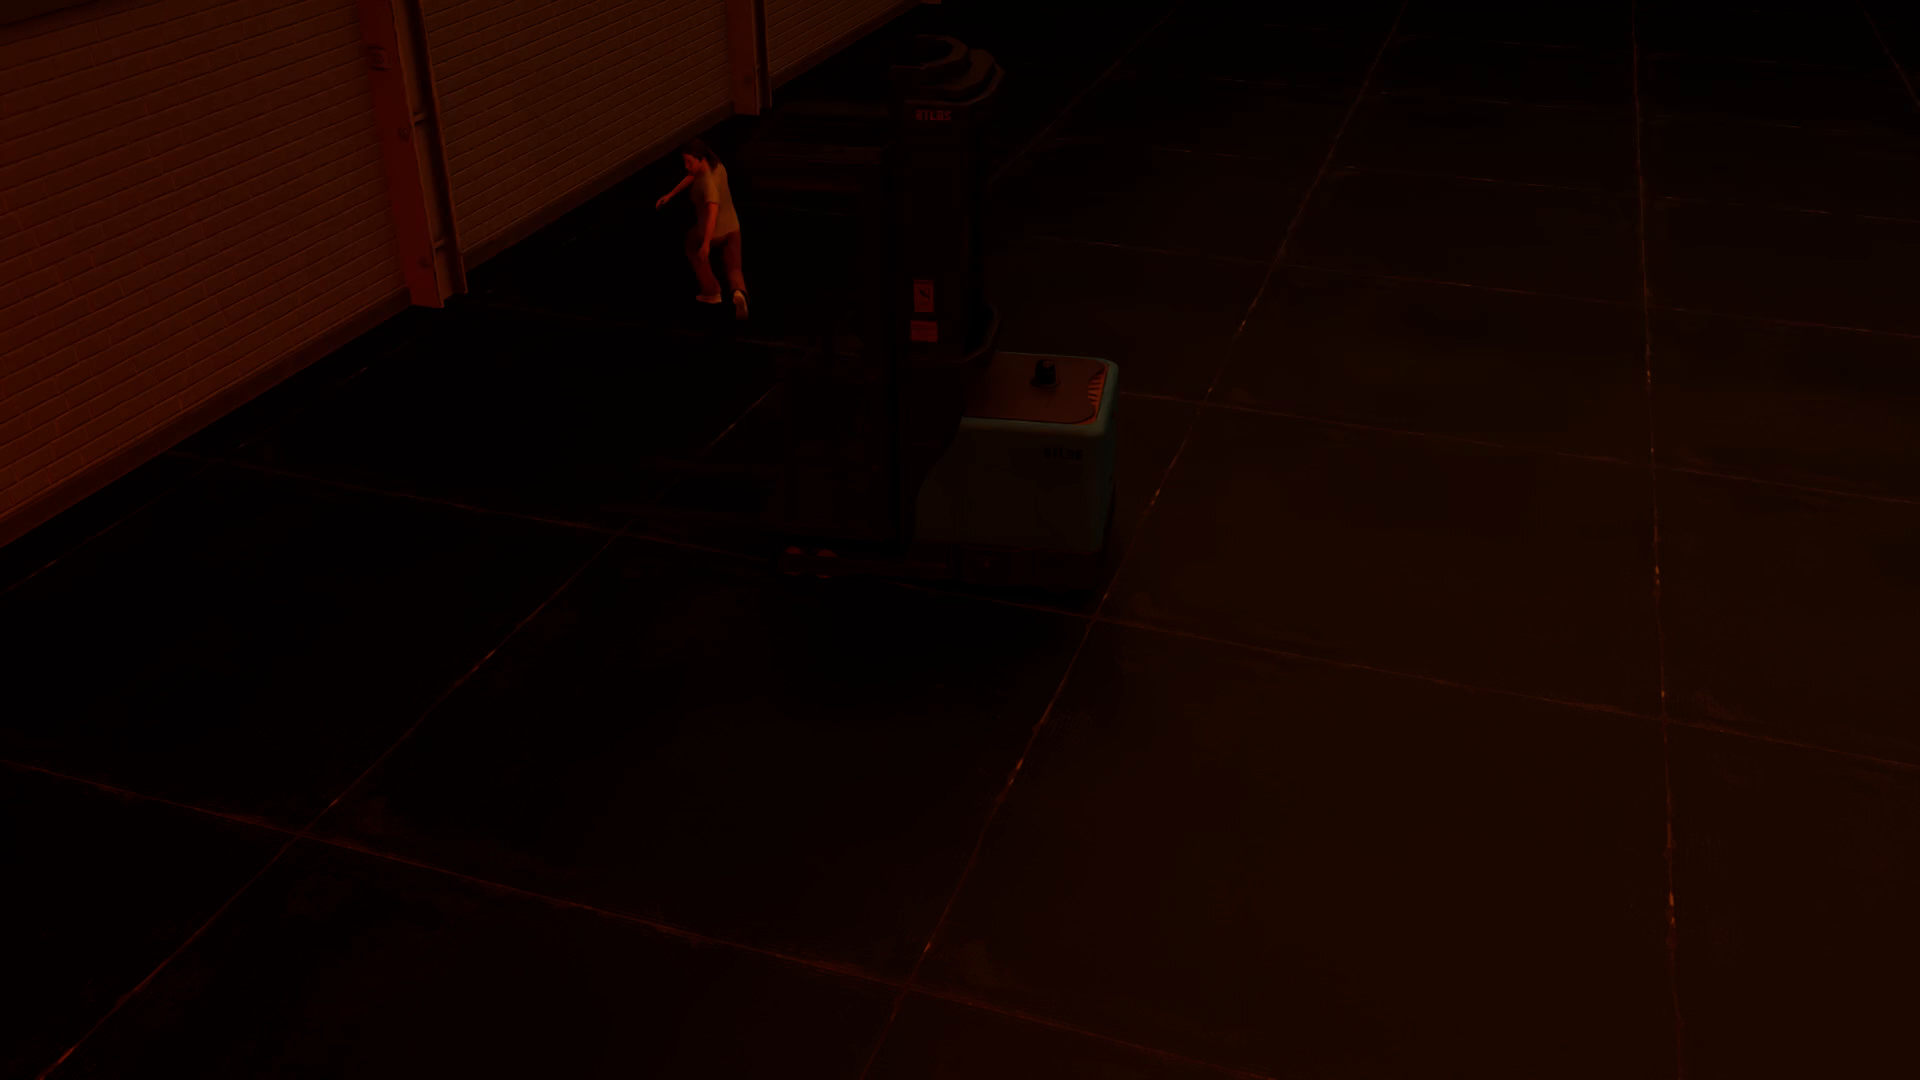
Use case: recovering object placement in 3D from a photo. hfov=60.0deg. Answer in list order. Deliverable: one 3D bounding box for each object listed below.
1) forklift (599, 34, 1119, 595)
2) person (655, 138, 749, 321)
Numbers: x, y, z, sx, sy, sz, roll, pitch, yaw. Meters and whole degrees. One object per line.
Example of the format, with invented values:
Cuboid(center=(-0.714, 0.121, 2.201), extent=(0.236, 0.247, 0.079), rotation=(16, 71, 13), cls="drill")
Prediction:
Cuboid(center=(-0.619, -1.299, 9.415), extent=(3.031, 2.935, 1.130), rotation=(5, 30, 8), cls="forklift")
Cuboid(center=(-1.942, -2.419, 12.943), extent=(0.574, 1.445, 0.892), rotation=(-26, 38, -37), cls="person")
